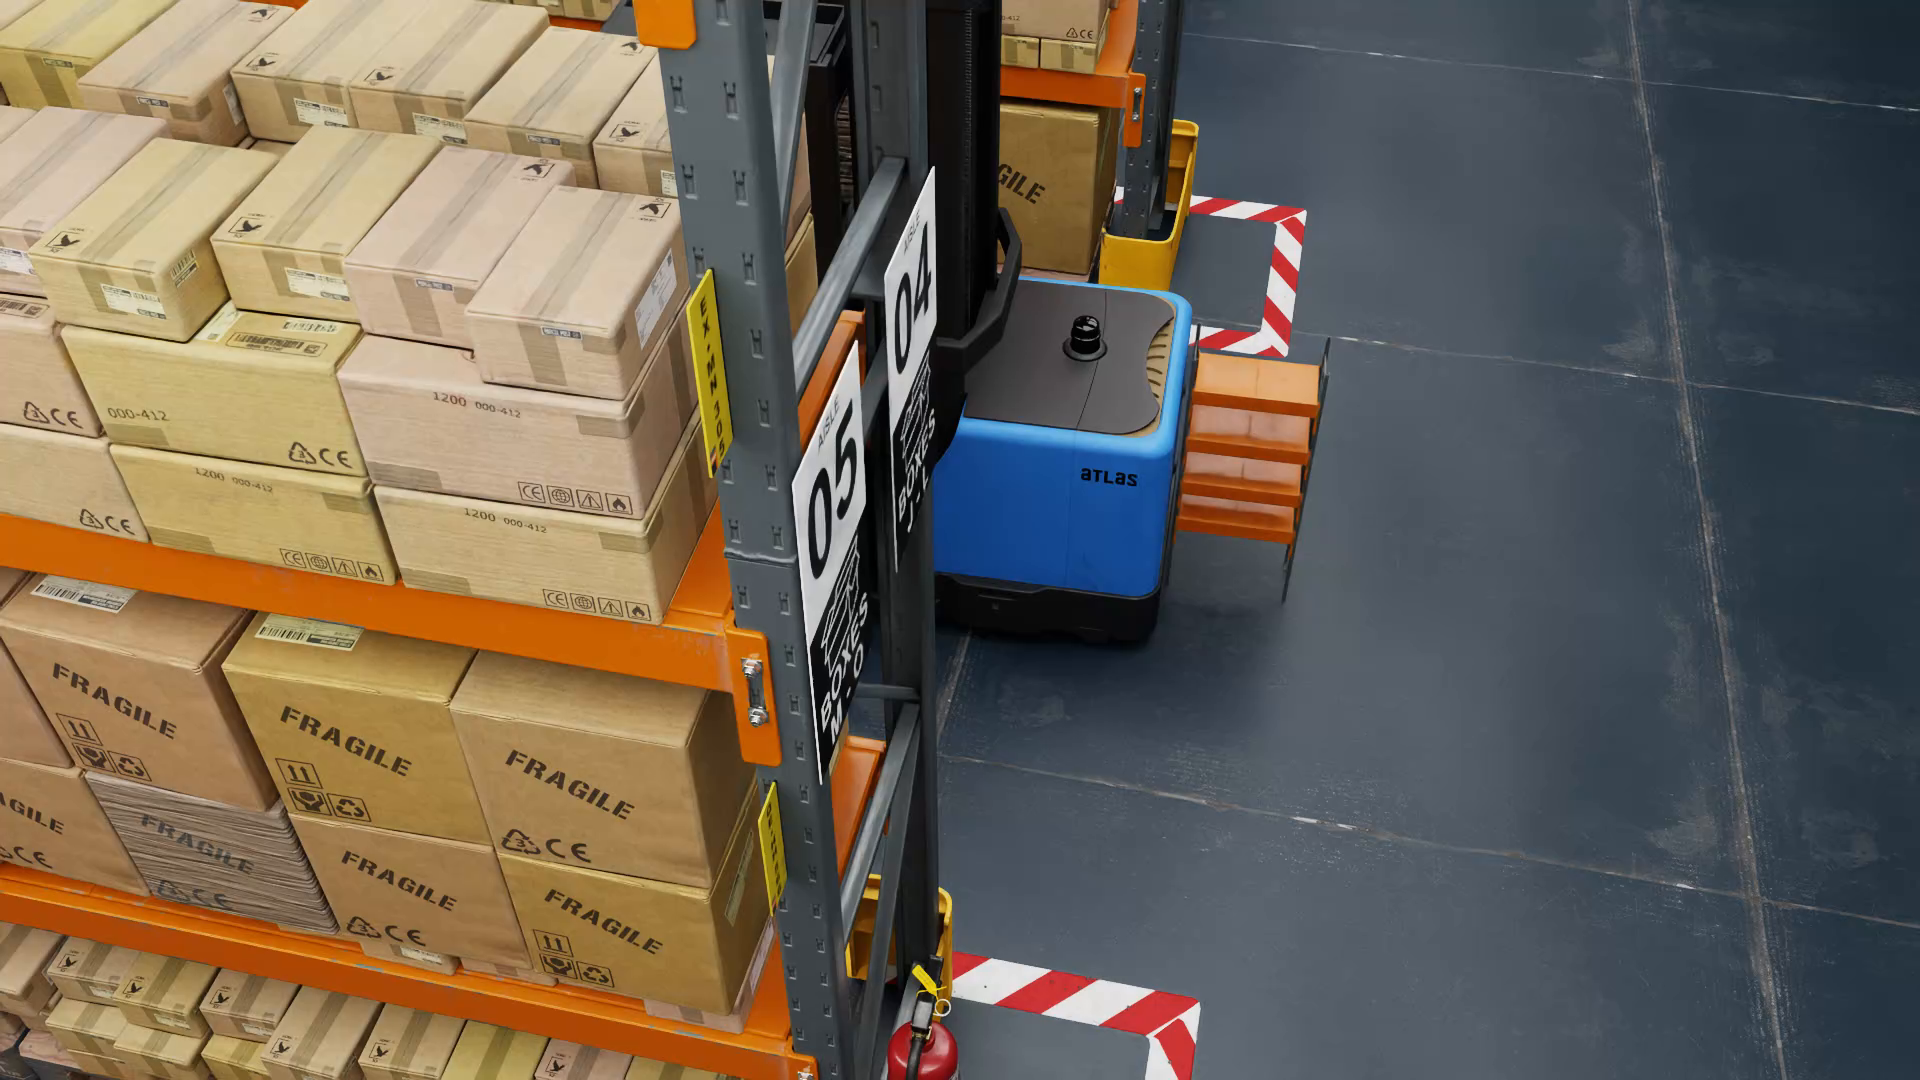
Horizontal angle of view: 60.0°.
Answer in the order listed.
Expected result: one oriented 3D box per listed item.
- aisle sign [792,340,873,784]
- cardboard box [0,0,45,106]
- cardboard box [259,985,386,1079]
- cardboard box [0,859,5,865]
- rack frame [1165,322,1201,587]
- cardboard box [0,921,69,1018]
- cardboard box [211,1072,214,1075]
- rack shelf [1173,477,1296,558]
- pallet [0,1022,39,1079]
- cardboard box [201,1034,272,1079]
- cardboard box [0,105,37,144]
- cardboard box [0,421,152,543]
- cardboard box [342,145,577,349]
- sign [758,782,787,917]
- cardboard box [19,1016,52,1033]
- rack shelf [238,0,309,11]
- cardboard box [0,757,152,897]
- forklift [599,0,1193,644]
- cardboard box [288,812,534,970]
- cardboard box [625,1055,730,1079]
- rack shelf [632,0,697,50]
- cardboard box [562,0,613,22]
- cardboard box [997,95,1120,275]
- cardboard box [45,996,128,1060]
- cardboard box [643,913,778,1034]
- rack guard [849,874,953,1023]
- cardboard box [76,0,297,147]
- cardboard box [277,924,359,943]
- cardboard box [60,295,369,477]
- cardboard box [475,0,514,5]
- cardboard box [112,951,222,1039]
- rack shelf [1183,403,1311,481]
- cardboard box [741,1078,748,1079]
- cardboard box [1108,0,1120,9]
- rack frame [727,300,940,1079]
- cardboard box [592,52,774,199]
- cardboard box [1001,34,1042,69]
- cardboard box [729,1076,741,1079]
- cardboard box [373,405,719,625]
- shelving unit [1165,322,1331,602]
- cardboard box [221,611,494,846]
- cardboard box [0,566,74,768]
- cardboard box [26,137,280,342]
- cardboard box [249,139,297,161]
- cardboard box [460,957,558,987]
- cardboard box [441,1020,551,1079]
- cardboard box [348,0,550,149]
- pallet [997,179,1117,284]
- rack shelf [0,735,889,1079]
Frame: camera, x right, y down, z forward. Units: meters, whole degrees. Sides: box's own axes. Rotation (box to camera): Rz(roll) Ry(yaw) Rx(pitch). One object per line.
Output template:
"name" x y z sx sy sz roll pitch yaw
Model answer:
"aisle sign" -0.228 0.060 3.110 0.004 0.787 0.394 9 45 9
"cardboard box" -2.009 -1.027 3.411 0.250 0.149 0.380 10 45 10
"cardboard box" -1.832 1.420 4.896 0.250 0.149 0.380 10 45 11
"cardboard box" -2.637 0.698 4.503 0.250 0.149 0.380 11 45 11
"rack frame" 0.892 -0.316 6.674 0.015 1.200 0.240 7 44 8
"cardboard box" -2.843 1.235 5.088 0.250 0.149 0.380 10 45 10
"cardboard box" -2.304 1.482 5.260 0.250 0.149 0.380 10 45 10
"rack shelf" 1.131 -0.094 6.826 0.480 0.148 0.258 7 44 8
"pallet" -3.474 1.259 5.750 1.213 0.211 1.003 9 45 9
"cardboard box" -2.073 1.466 5.063 0.250 0.149 0.380 11 45 11
"cardboard box" -1.865 -0.635 3.004 0.250 0.149 0.380 10 45 10
"cardboard box" -1.716 -0.291 3.294 0.500 0.250 0.500 11 45 11
"cardboard box" -0.846 -0.509 2.873 0.250 0.149 0.380 9 45 10
"sign" -0.375 0.624 3.336 0.005 0.325 0.100 9 45 9
"cardboard box" -2.810 1.389 5.356 0.250 0.149 0.380 7 44 7
"rack shelf" -4.907 -3.208 8.899 4.000 0.370 1.077 9 45 9
"cardboard box" -2.211 0.511 4.230 0.500 0.500 0.500 11 45 11
"forklift" -0.619 -1.135 6.276 3.031 2.935 1.130 7 44 8
"cardboard box" -1.230 0.664 4.071 0.500 0.500 0.500 8 45 8
"cardboard box" -0.806 1.535 4.776 0.250 0.149 0.380 9 45 10
"rack shelf" -2.186 -1.422 2.719 4.000 0.370 1.077 9 45 9
"cardboard box" -1.719 -2.648 7.979 0.250 0.149 0.380 8 45 8
"cardboard box" 0.306 -1.988 8.341 0.875 0.875 0.875 9 45 9
"cardboard box" -2.583 1.388 5.143 0.250 0.149 0.380 9 45 9
"cardboard box" -0.614 1.015 4.174 0.250 0.149 0.380 9 45 9
"rack guard" -0.308 1.671 5.113 0.348 0.500 1.175 9 45 9
"cardboard box" -1.505 -0.917 3.297 0.250 0.149 0.380 10 45 10
"cardboard box" -1.601 0.841 4.354 0.250 0.149 0.380 7 44 7
"cardboard box" -1.238 -0.399 3.046 0.500 0.250 0.500 8 44 8
"cardboard box" -2.226 -2.725 8.059 0.250 0.149 0.380 10 45 10
"cardboard box" -2.327 1.284 5.037 0.250 0.149 0.380 9 45 9
"rack shelf" 1.131 -0.398 6.533 0.480 0.148 0.258 7 44 8
"cardboard box" -0.793 1.719 5.014 0.250 0.149 0.380 10 45 10
"cardboard box" 0.673 -2.746 8.081 0.250 0.149 0.380 9 45 10
"rack frame" -0.234 0.782 4.234 0.127 3.000 1.000 9 45 9
"cardboard box" -0.500 -0.771 3.146 0.250 0.149 0.380 8 45 9
"cardboard box" 0.274 -2.338 7.657 0.250 0.149 0.380 9 45 9
"cardboard box" -0.811 1.664 4.857 0.250 0.149 0.380 8 44 8
"cardboard box" -0.735 -0.134 3.132 0.500 0.250 0.500 8 44 8
"shelving unit" 1.131 -0.285 6.641 0.503 1.200 0.258 7 44 8
"cardboard box" -1.229 0.301 3.727 0.500 0.500 0.500 7 44 8
"cardboard box" -2.255 0.151 3.883 0.500 0.500 0.500 7 44 8
"cardboard box" -1.374 -0.528 2.893 0.250 0.149 0.380 9 45 10
"cardboard box" -1.115 -0.745 3.406 0.500 0.250 0.500 8 45 9
"cardboard box" -1.096 0.924 4.268 0.250 0.149 0.380 8 45 9
"cardboard box" -1.319 1.505 4.807 0.250 0.149 0.380 8 44 8
"cardboard box" -0.994 -0.913 3.292 0.250 0.149 0.380 9 45 9
"pallet" 0.150 -1.622 8.744 1.213 0.211 1.003 9 45 9
"rack shelf" -2.186 0.739 4.798 4.000 0.370 1.077 9 45 9
